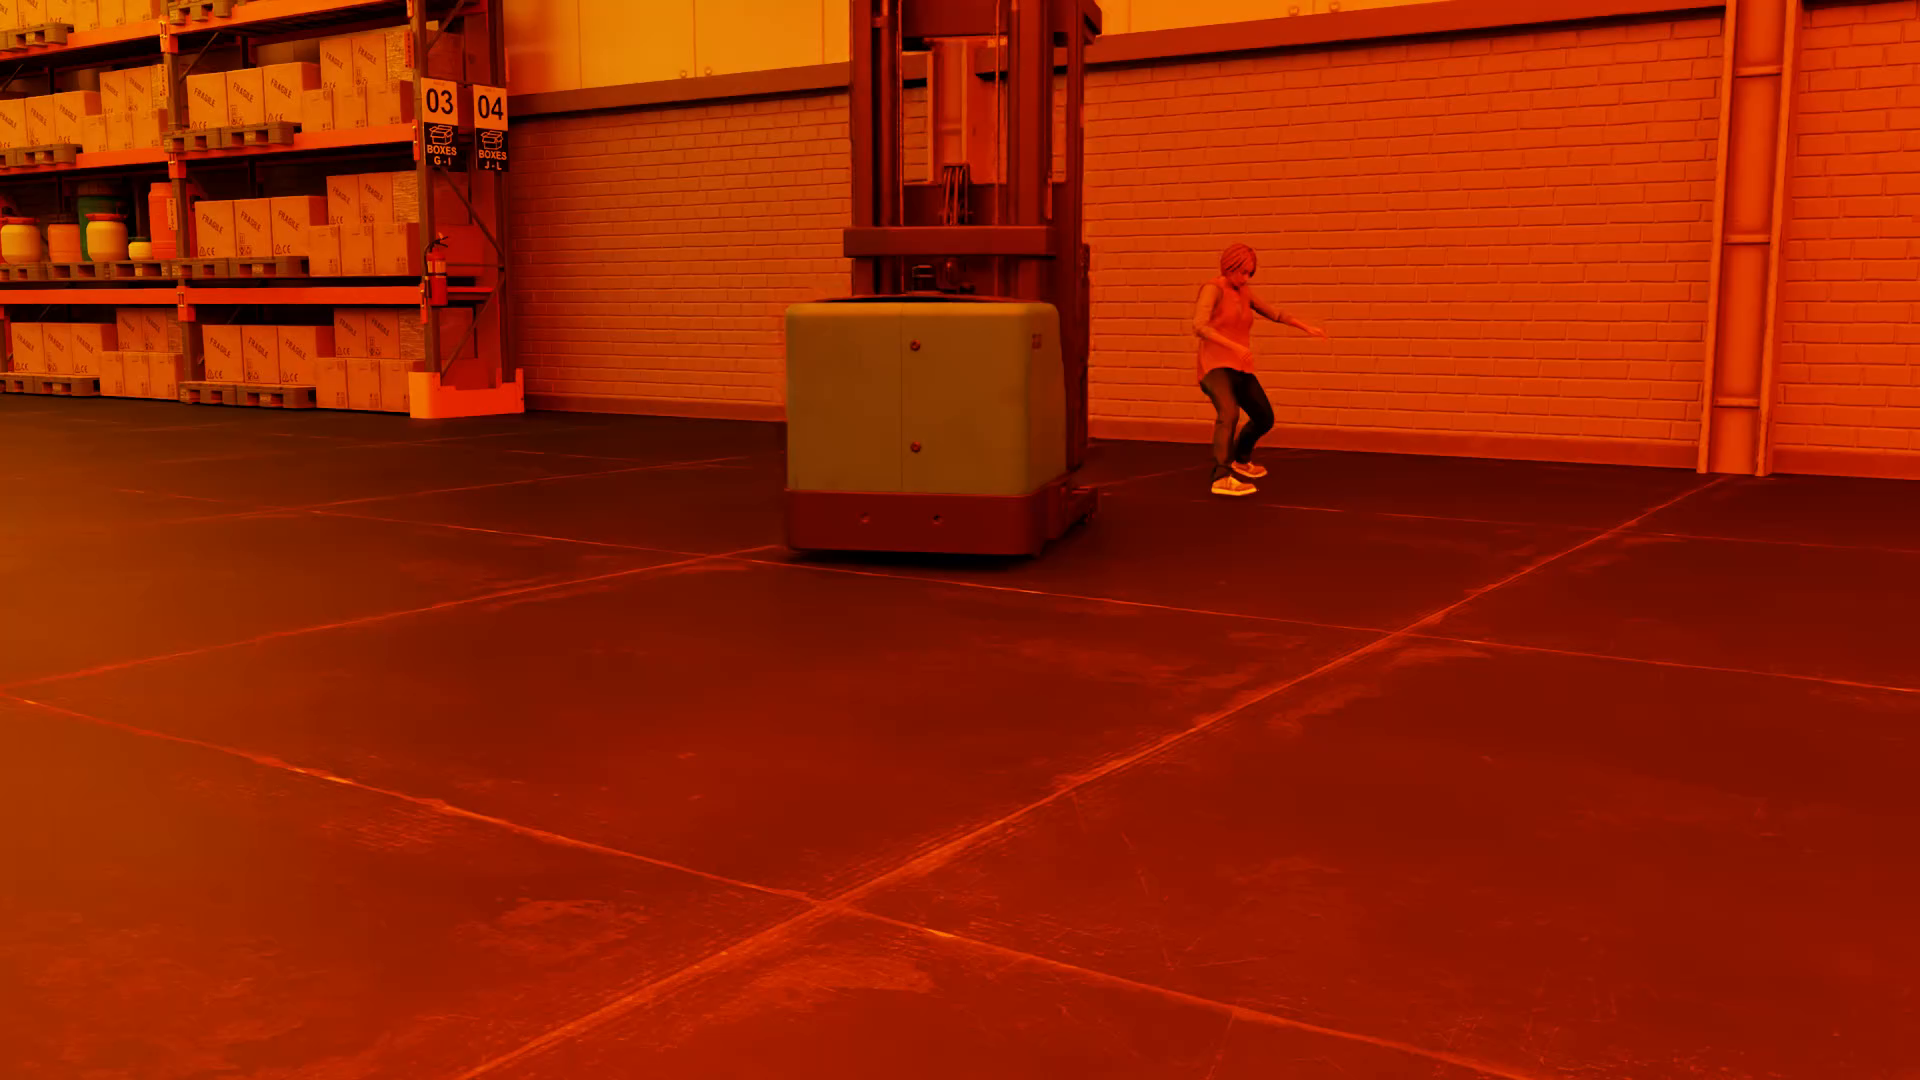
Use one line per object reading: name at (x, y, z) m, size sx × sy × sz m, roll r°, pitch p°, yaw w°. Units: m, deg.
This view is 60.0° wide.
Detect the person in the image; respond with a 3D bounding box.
person at (1.666, -0.993, 9.627) m, size 1.090 × 1.389 × 0.858 m, roll -7°, pitch 11°, yaw -43°

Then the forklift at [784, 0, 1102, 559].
forklift at (0.080, -1.539, 8.018) m, size 1.130 × 2.935 × 3.031 m, roll 2°, pitch 8°, yaw 12°
